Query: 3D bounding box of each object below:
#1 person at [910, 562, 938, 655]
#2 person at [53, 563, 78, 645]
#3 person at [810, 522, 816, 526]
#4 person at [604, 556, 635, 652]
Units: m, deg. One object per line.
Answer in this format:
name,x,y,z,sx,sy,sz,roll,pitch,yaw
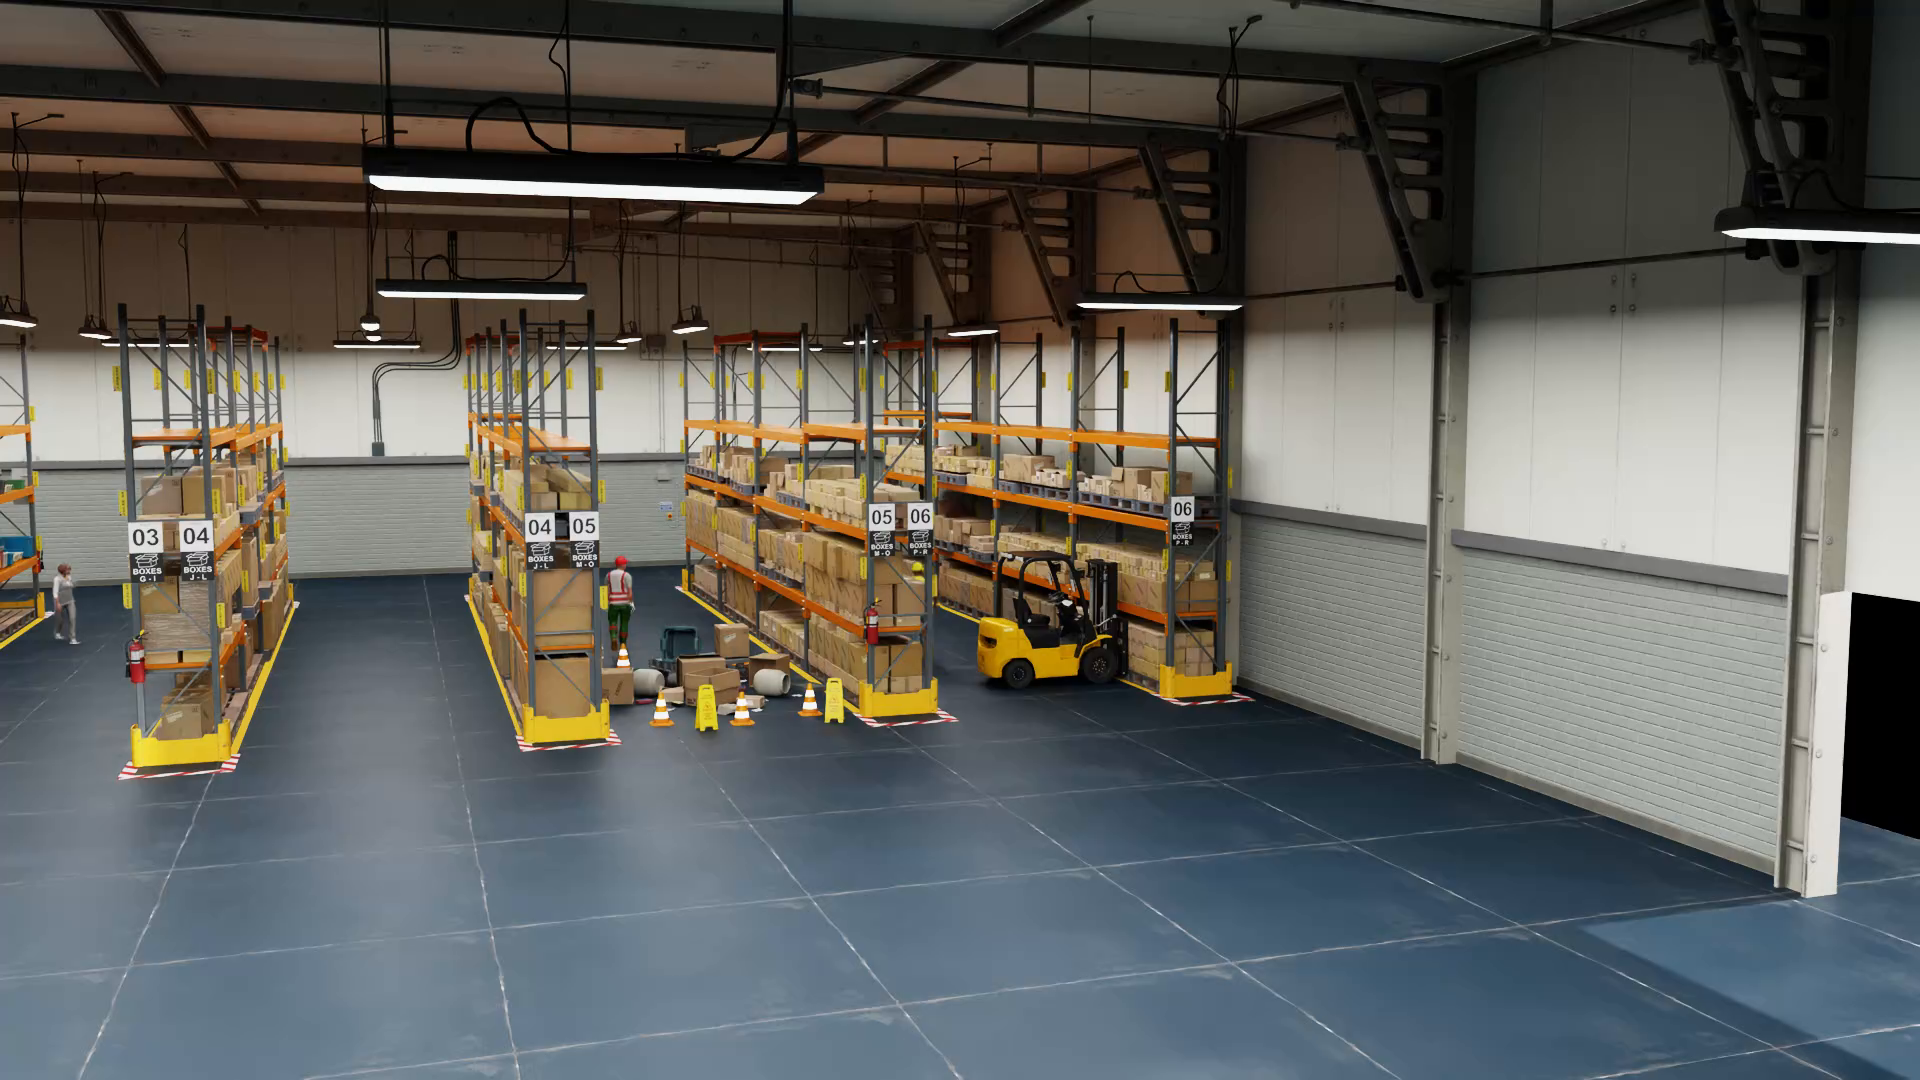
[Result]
person,-0.786,1.270,30.398,0.673,1.722,0.702,-1,6,-13
person,-17.146,1.262,31.791,0.393,1.439,0.813,-5,7,-41
person,-3.380,0.315,37.399,0.377,1.687,0.486,-5,8,-44
person,-6.293,1.183,30.722,0.554,1.775,0.488,-1,5,-6
